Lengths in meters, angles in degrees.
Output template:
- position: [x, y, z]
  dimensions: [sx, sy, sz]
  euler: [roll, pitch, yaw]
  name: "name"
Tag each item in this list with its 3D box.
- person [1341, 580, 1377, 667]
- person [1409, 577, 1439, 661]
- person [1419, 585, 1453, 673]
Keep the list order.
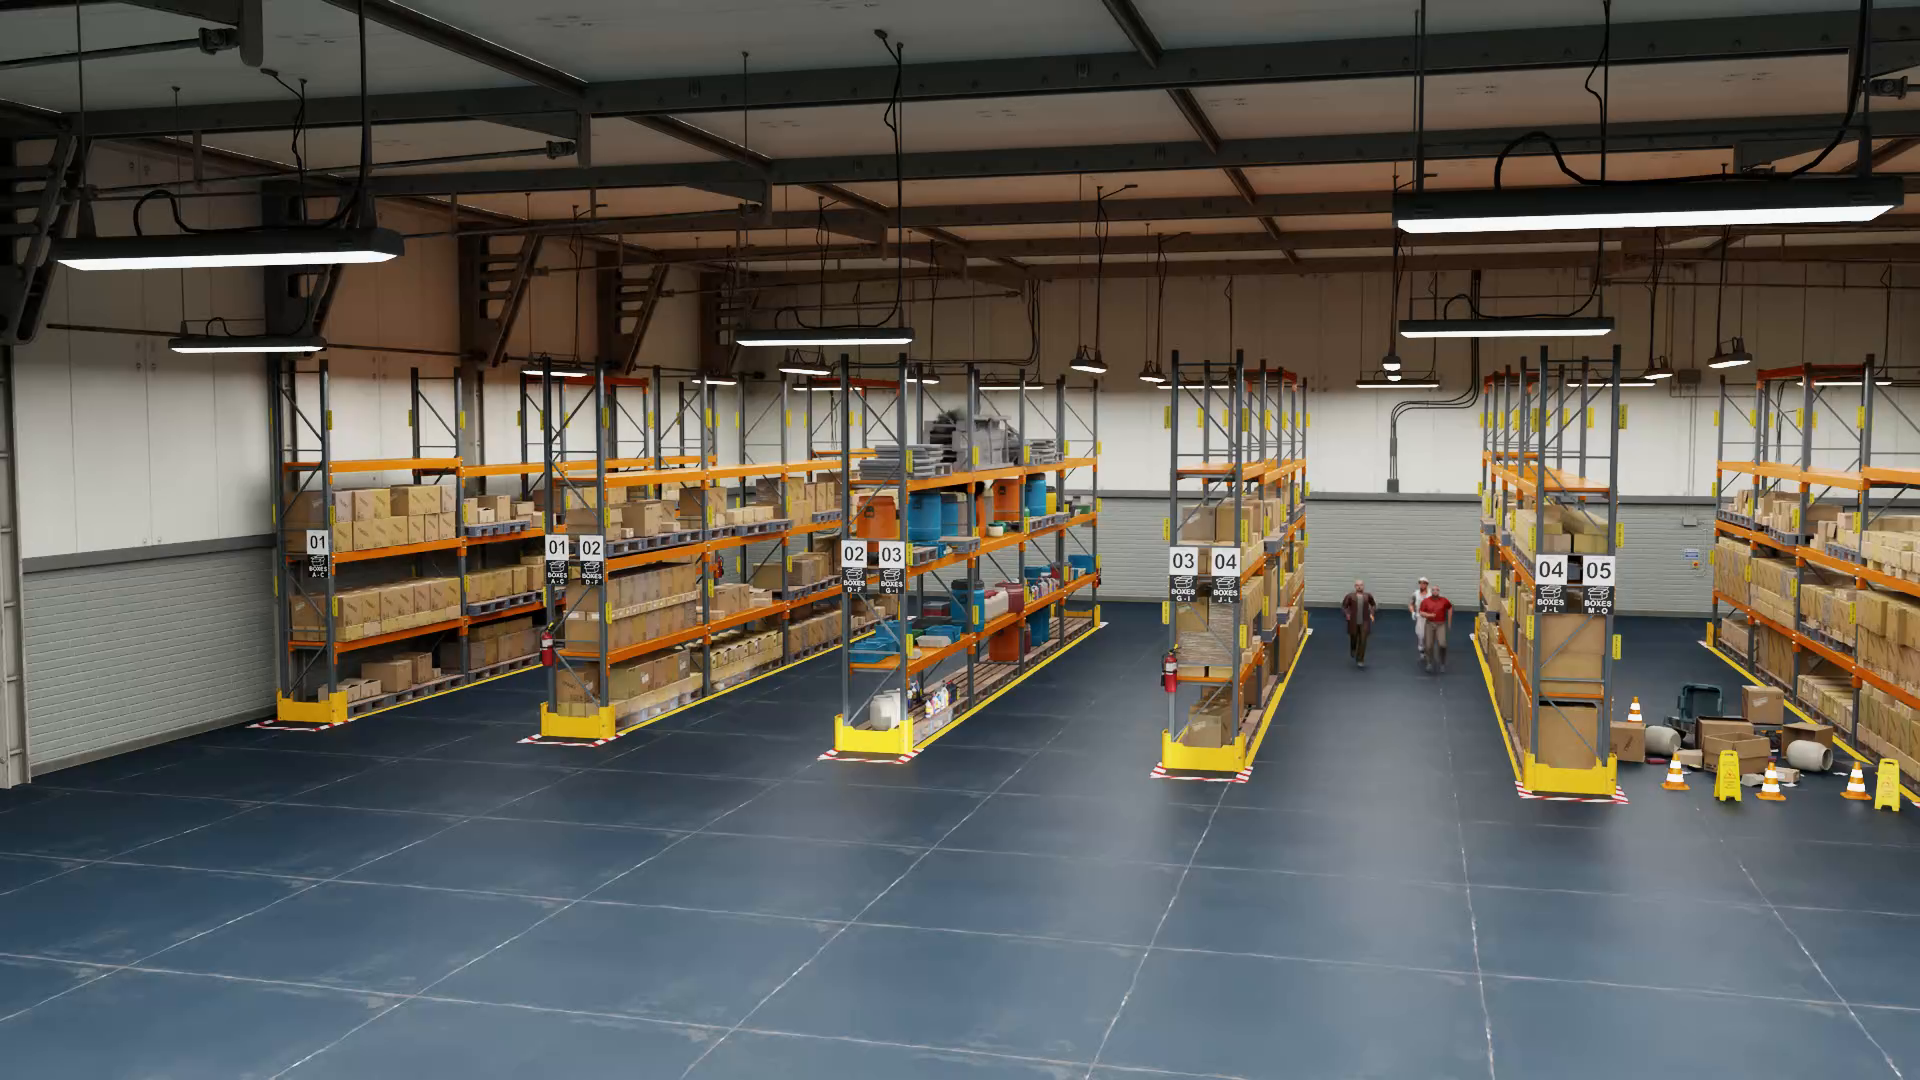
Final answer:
- position: [8.157, 1.688, 33.977]
  dimensions: [0.721, 1.749, 0.886]
  euler: [1, 4, 8]
  name: "person"
- position: [9.655, 1.649, 34.575]
  dimensions: [0.663, 1.745, 0.544]
  euler: [2, 4, 21]
  name: "person"
- position: [9.464, 1.781, 33.067]
  dimensions: [0.662, 1.759, 0.699]
  euler: [1, 4, 12]
  name: "person"
